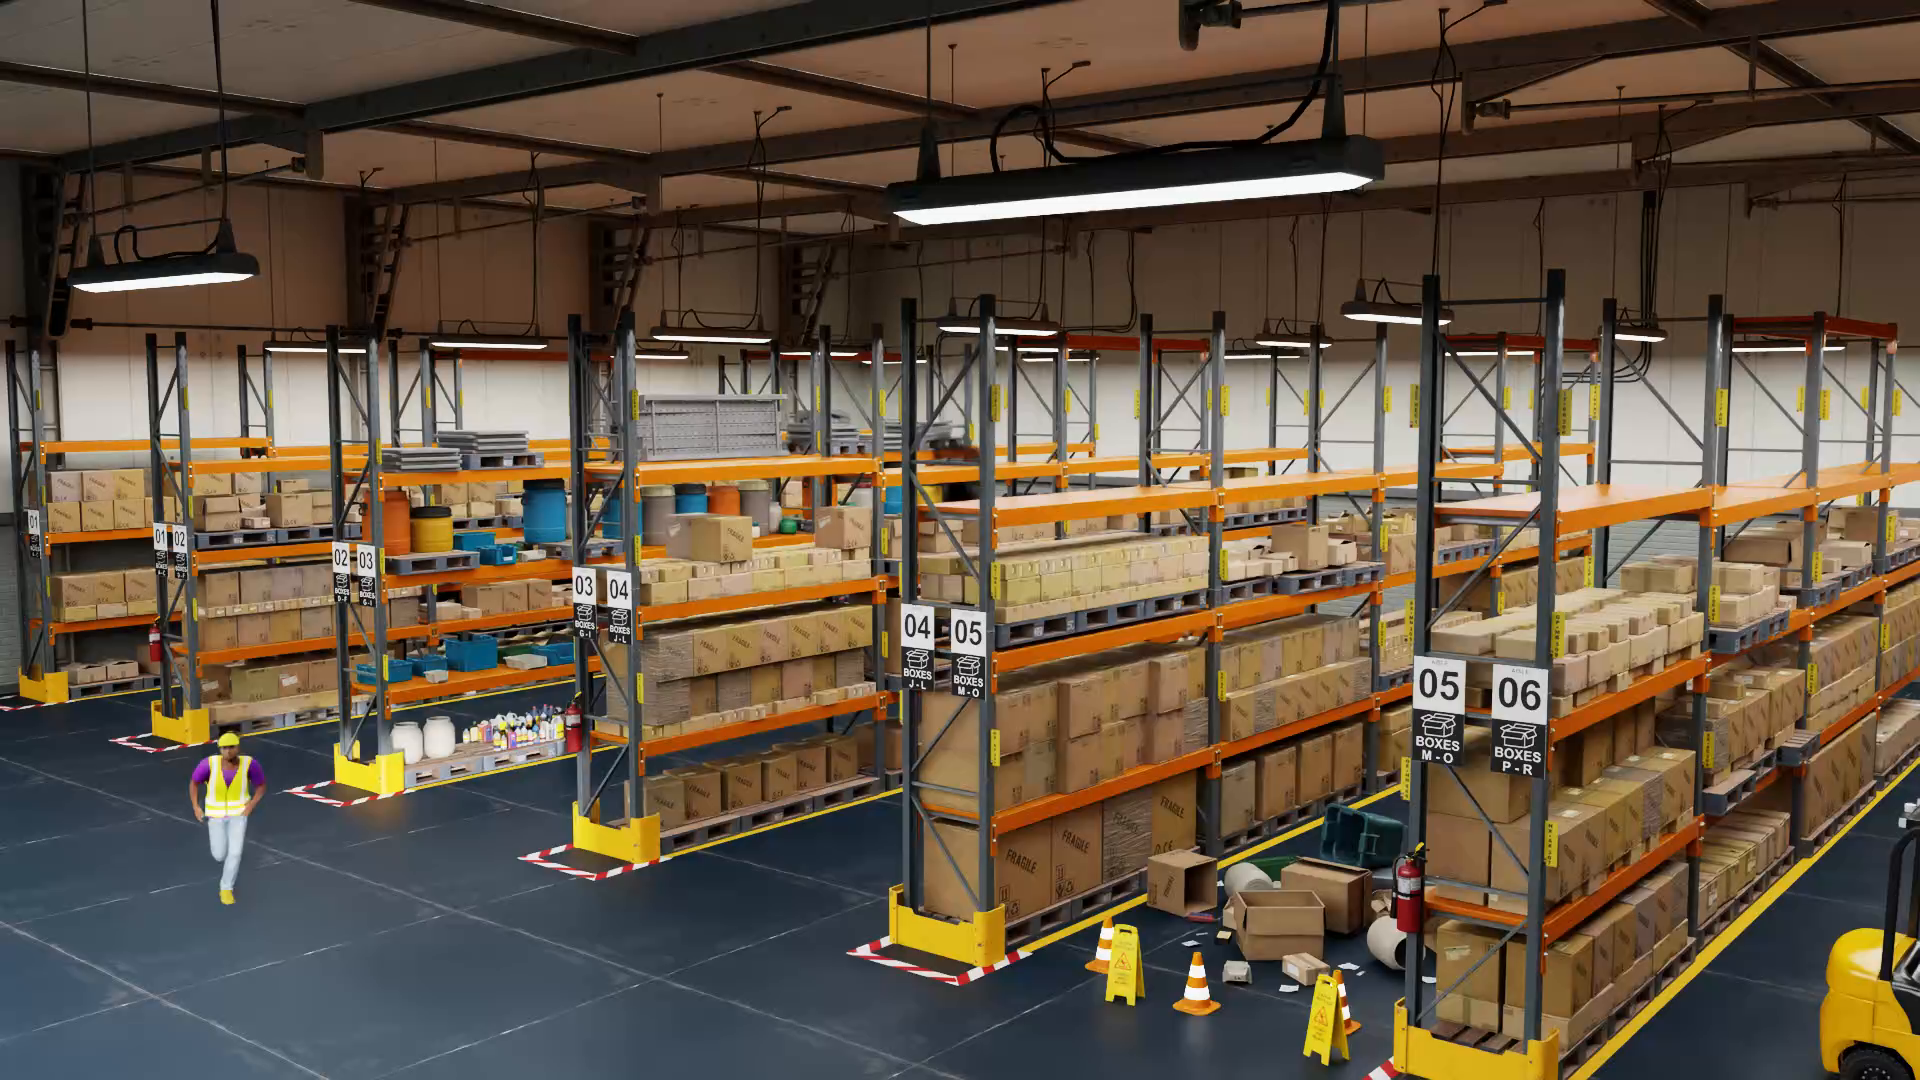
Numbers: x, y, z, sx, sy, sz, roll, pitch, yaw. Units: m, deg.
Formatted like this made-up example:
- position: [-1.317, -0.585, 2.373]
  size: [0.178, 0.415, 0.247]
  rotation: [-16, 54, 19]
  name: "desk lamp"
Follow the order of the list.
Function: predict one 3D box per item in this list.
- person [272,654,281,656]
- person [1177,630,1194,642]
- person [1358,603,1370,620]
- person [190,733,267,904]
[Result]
- position: [-11.247, 1.799, 27.356]
  size: [0.669, 1.828, 0.851]
  rotation: [4, 6, 36]
  name: "person"
- position: [3.207, 1.944, 23.178]
  size: [0.610, 1.727, 0.797]
  rotation: [4, 7, 40]
  name: "person"
- position: [6.608, 1.874, 27.317]
  size: [0.657, 1.664, 0.617]
  rotation: [4, 6, 36]
  name: "person"
- position: [-7.484, 2.800, 17.042]
  size: [0.729, 1.728, 0.733]
  rotation: [-2, 5, -19]
  name: "person"
